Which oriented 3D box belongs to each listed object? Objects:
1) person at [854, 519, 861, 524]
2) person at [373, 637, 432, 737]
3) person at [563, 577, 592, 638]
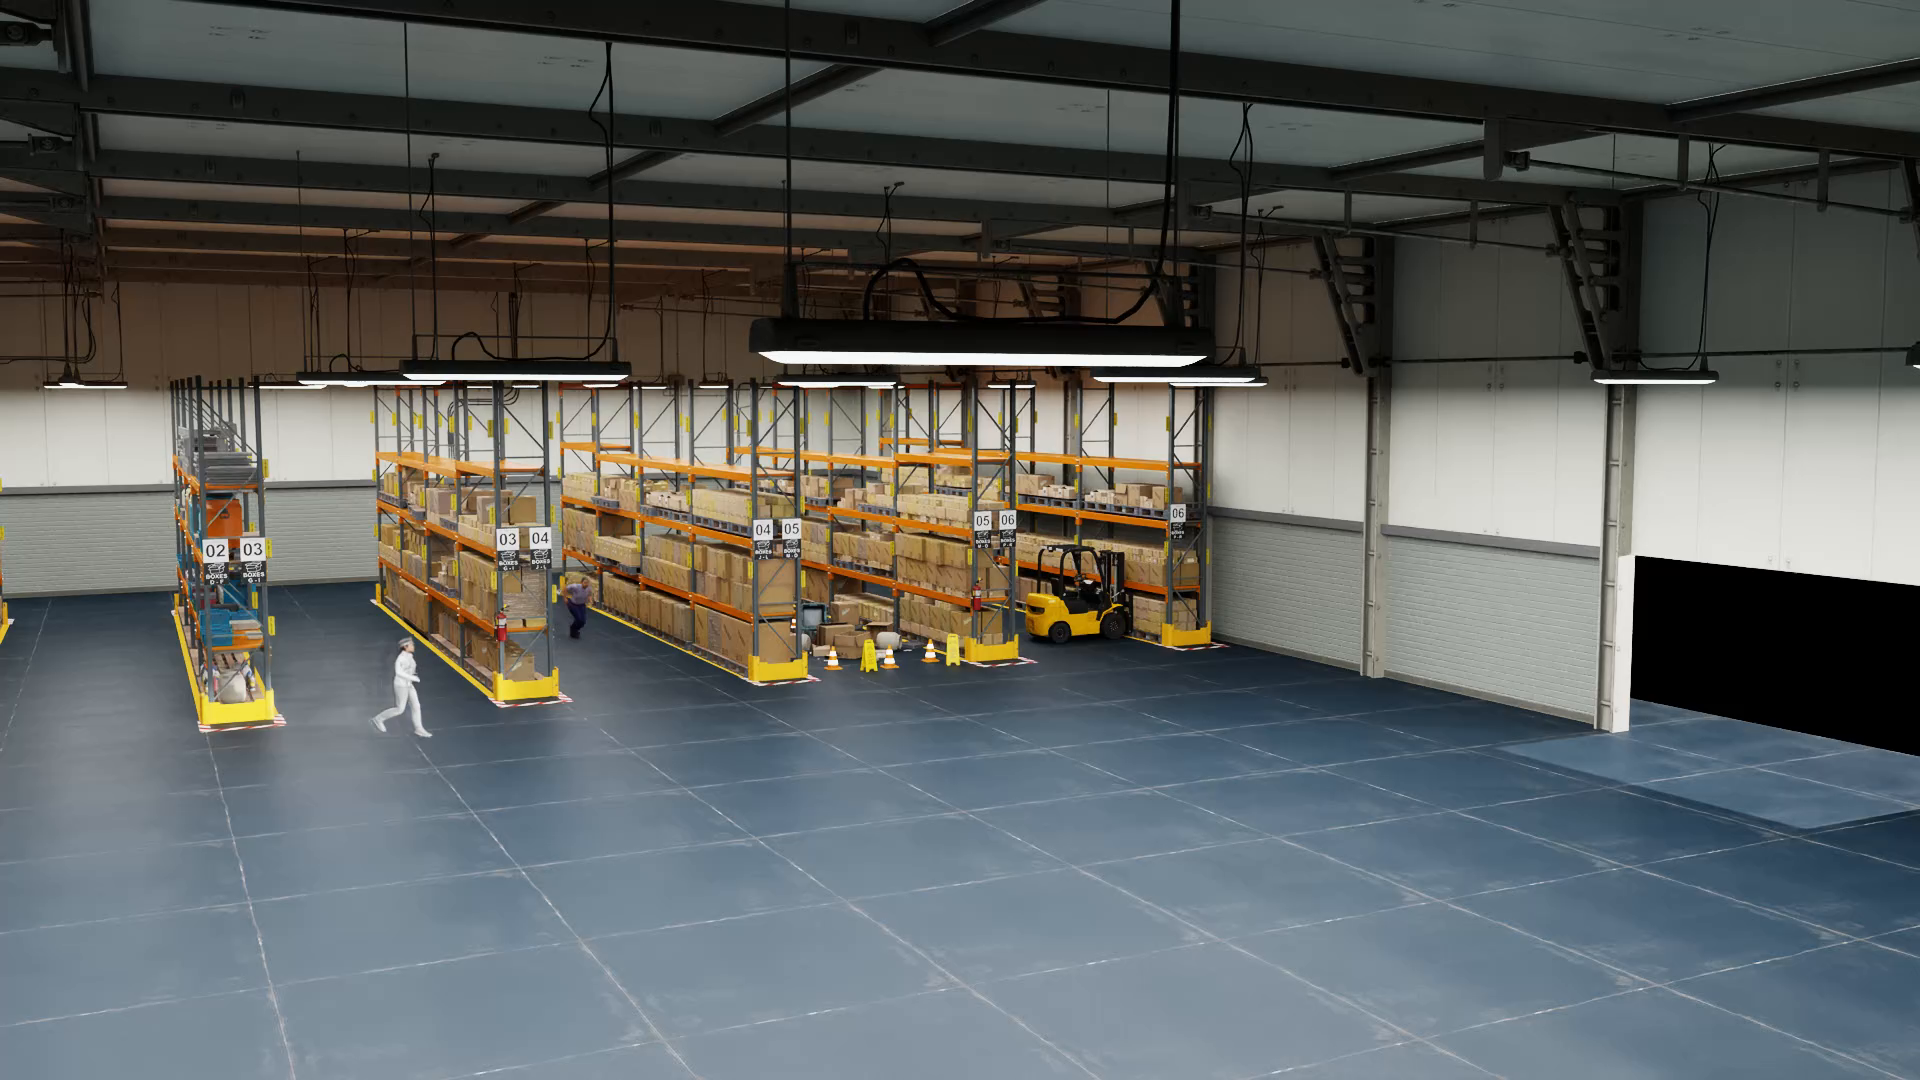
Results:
[{"bbox_3d":[-2.977,0.318,47.813,0.726,1.858,0.919,-4,6,-37],"label":"person"},{"bbox_3d":[-9.253,2.439,27.571,0.955,1.689,0.638,0,5,-5],"label":"person"},{"bbox_3d":[-8.825,1.573,38.385,0.854,1.481,0.636,5,7,44],"label":"person"}]
